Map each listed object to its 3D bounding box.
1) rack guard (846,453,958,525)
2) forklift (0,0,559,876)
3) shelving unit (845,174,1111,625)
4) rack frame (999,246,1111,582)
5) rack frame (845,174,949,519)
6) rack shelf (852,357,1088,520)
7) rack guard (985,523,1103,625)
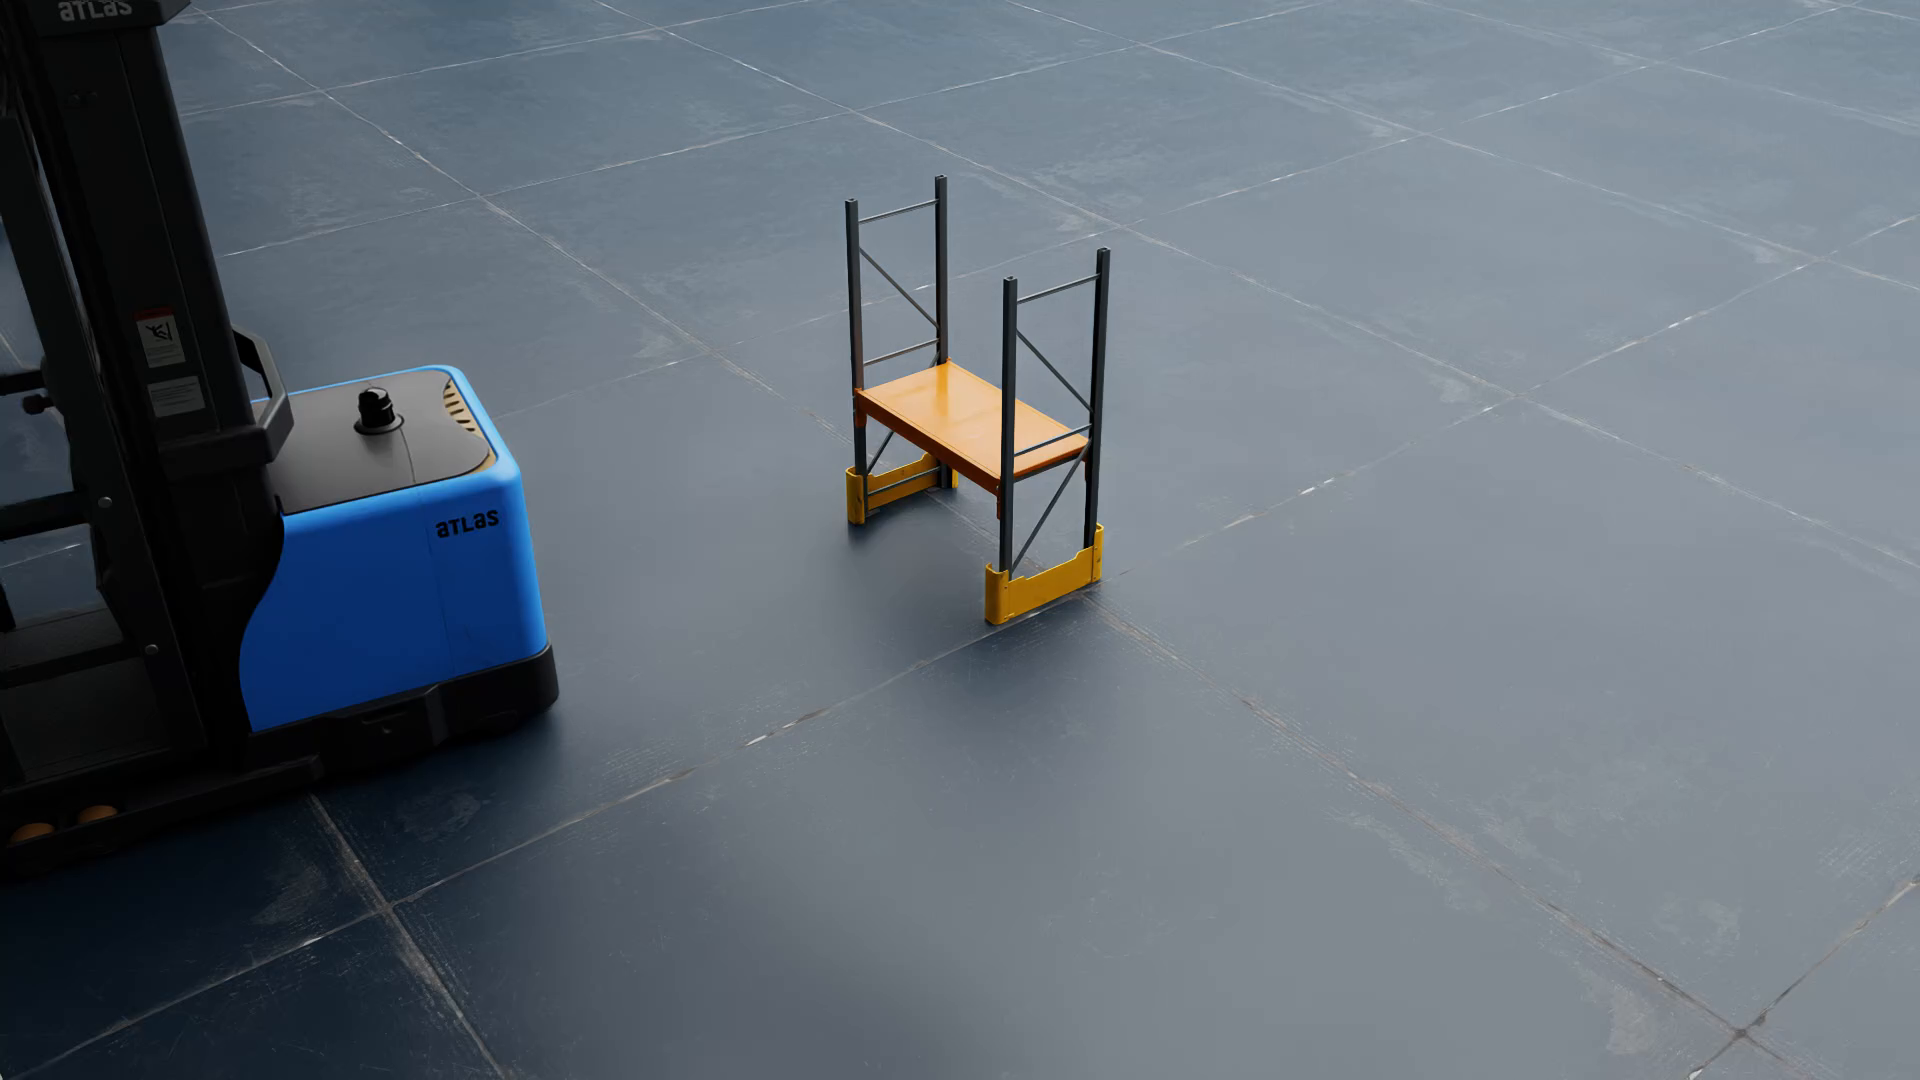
[{"bbox_3d":[-0.259,-0.282,7.574,0.587,0.250,0.087,-22,38,-31],"label":"rack guard"},{"bbox_3d":[-3.063,-0.450,5.302,3.031,2.935,1.130,-15,35,-23],"label":"forklift"},{"bbox_3d":[0.047,-0.605,6.910,0.587,1.500,1.083,-22,38,-31],"label":"shelving unit"},{"bbox_3d":[0.364,-0.390,6.563,0.500,1.500,0.032,-22,38,-31],"label":"rack frame"},{"bbox_3d":[-0.259,-0.813,7.245,0.500,1.500,0.032,-22,38,-31],"label":"rack frame"},{"bbox_3d":[0.052,-0.449,6.999,0.538,0.185,1.000,-22,38,-31],"label":"rack shelf"},{"bbox_3d":[0.352,0.133,6.905,0.587,0.250,0.087,-22,38,-31],"label":"rack guard"}]
